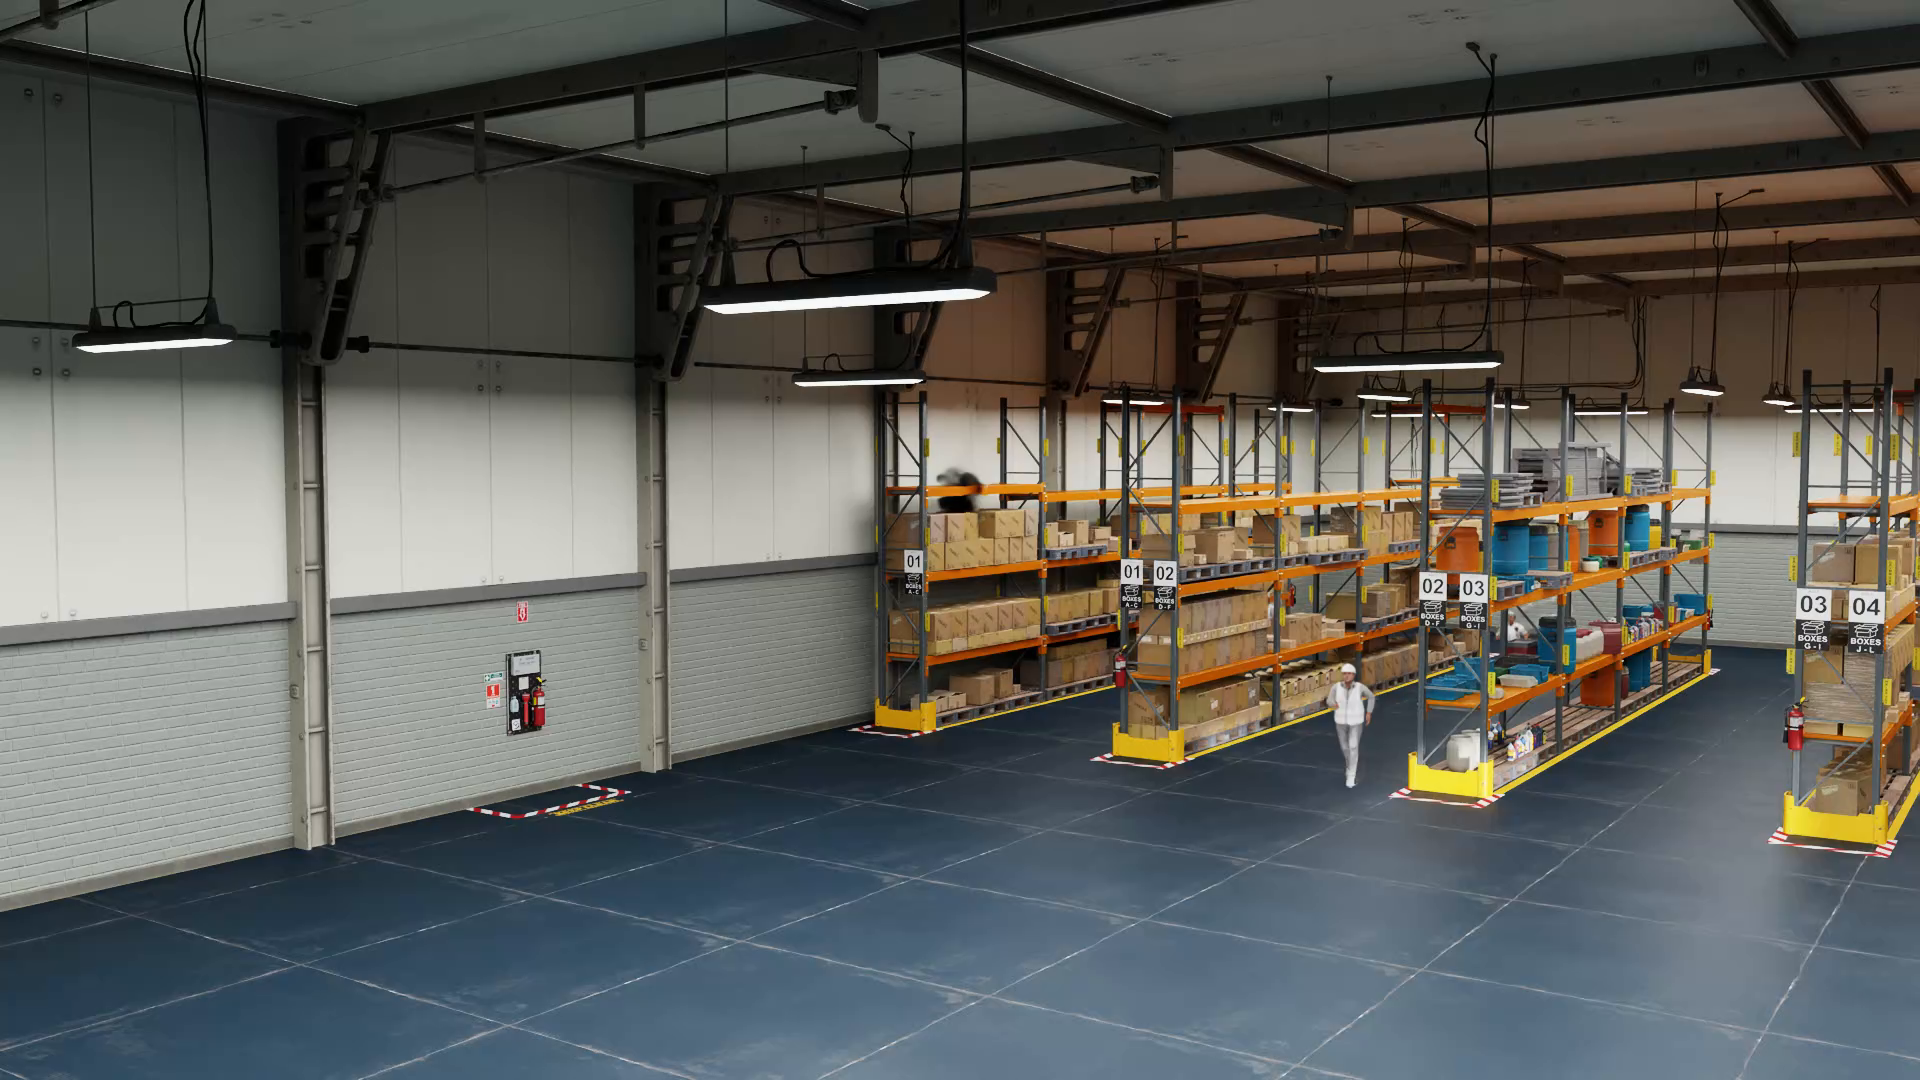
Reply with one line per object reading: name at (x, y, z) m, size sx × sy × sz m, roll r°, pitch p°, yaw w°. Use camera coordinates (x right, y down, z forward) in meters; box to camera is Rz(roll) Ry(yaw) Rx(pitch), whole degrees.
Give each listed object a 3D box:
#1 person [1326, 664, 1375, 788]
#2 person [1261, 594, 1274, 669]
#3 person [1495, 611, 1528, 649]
person at (5.828, 2.745, 24.897) m, size 0.681 × 1.809 × 0.874 m, roll 2°, pitch 4°, yaw 28°
person at (6.809, 2.041, 37.424) m, size 0.664 × 1.739 × 0.603 m, roll 1°, pitch 3°, yaw 25°
person at (11.223, 2.274, 33.899) m, size 0.607 × 1.651 × 0.941 m, roll 2°, pitch 4°, yaw 32°
